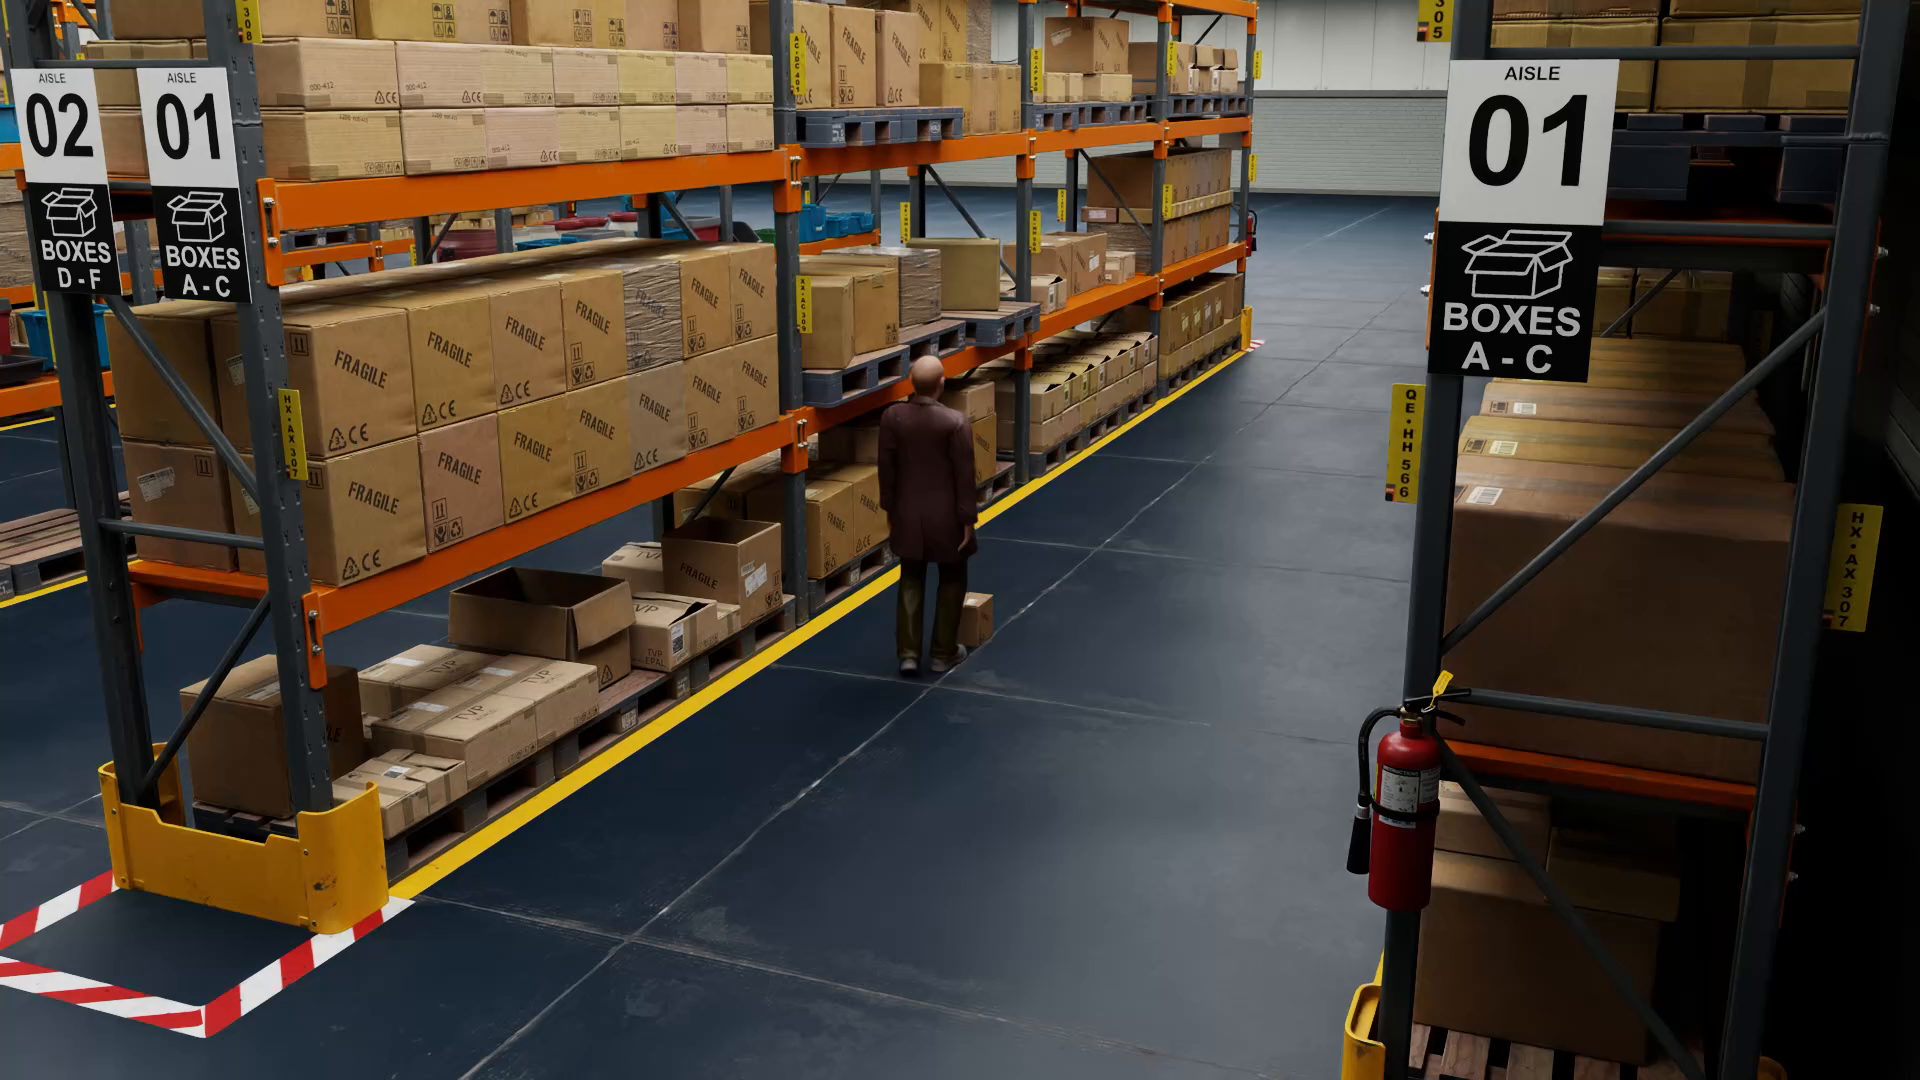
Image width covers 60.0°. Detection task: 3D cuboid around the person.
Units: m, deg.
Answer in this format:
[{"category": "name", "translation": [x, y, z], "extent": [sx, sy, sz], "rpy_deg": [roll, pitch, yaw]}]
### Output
[{"category": "person", "translation": [-0.164, -0.115, 9.119], "extent": [0.596, 1.822, 0.502], "rpy_deg": [6, 16, 20]}]
